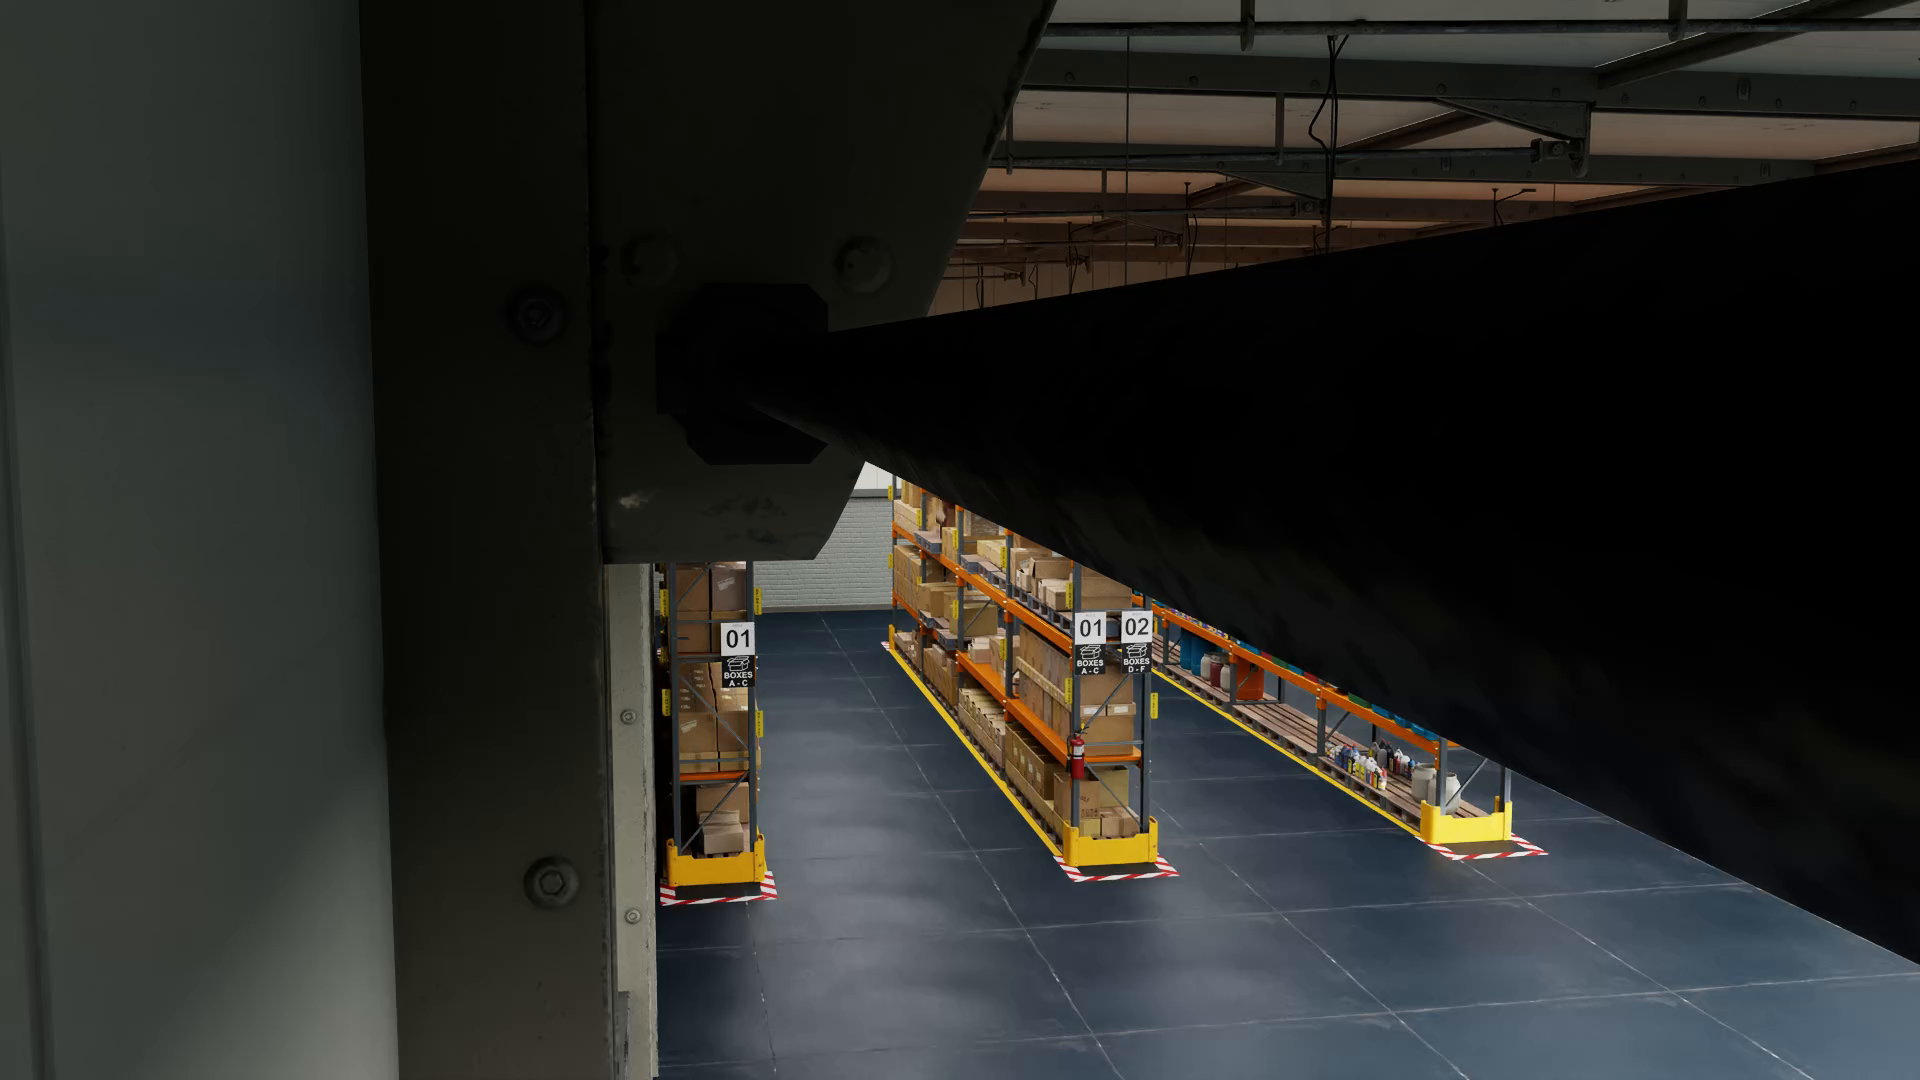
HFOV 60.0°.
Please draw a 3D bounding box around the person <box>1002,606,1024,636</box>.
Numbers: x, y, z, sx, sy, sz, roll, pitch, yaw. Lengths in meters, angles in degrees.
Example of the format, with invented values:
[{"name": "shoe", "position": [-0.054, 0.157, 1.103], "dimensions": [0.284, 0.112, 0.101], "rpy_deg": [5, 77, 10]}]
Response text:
[{"name": "person", "position": [1.172, 1.648, 35.621], "dimensions": [0.649, 1.689, 0.605], "rpy_deg": [-3, 7, -29]}]
